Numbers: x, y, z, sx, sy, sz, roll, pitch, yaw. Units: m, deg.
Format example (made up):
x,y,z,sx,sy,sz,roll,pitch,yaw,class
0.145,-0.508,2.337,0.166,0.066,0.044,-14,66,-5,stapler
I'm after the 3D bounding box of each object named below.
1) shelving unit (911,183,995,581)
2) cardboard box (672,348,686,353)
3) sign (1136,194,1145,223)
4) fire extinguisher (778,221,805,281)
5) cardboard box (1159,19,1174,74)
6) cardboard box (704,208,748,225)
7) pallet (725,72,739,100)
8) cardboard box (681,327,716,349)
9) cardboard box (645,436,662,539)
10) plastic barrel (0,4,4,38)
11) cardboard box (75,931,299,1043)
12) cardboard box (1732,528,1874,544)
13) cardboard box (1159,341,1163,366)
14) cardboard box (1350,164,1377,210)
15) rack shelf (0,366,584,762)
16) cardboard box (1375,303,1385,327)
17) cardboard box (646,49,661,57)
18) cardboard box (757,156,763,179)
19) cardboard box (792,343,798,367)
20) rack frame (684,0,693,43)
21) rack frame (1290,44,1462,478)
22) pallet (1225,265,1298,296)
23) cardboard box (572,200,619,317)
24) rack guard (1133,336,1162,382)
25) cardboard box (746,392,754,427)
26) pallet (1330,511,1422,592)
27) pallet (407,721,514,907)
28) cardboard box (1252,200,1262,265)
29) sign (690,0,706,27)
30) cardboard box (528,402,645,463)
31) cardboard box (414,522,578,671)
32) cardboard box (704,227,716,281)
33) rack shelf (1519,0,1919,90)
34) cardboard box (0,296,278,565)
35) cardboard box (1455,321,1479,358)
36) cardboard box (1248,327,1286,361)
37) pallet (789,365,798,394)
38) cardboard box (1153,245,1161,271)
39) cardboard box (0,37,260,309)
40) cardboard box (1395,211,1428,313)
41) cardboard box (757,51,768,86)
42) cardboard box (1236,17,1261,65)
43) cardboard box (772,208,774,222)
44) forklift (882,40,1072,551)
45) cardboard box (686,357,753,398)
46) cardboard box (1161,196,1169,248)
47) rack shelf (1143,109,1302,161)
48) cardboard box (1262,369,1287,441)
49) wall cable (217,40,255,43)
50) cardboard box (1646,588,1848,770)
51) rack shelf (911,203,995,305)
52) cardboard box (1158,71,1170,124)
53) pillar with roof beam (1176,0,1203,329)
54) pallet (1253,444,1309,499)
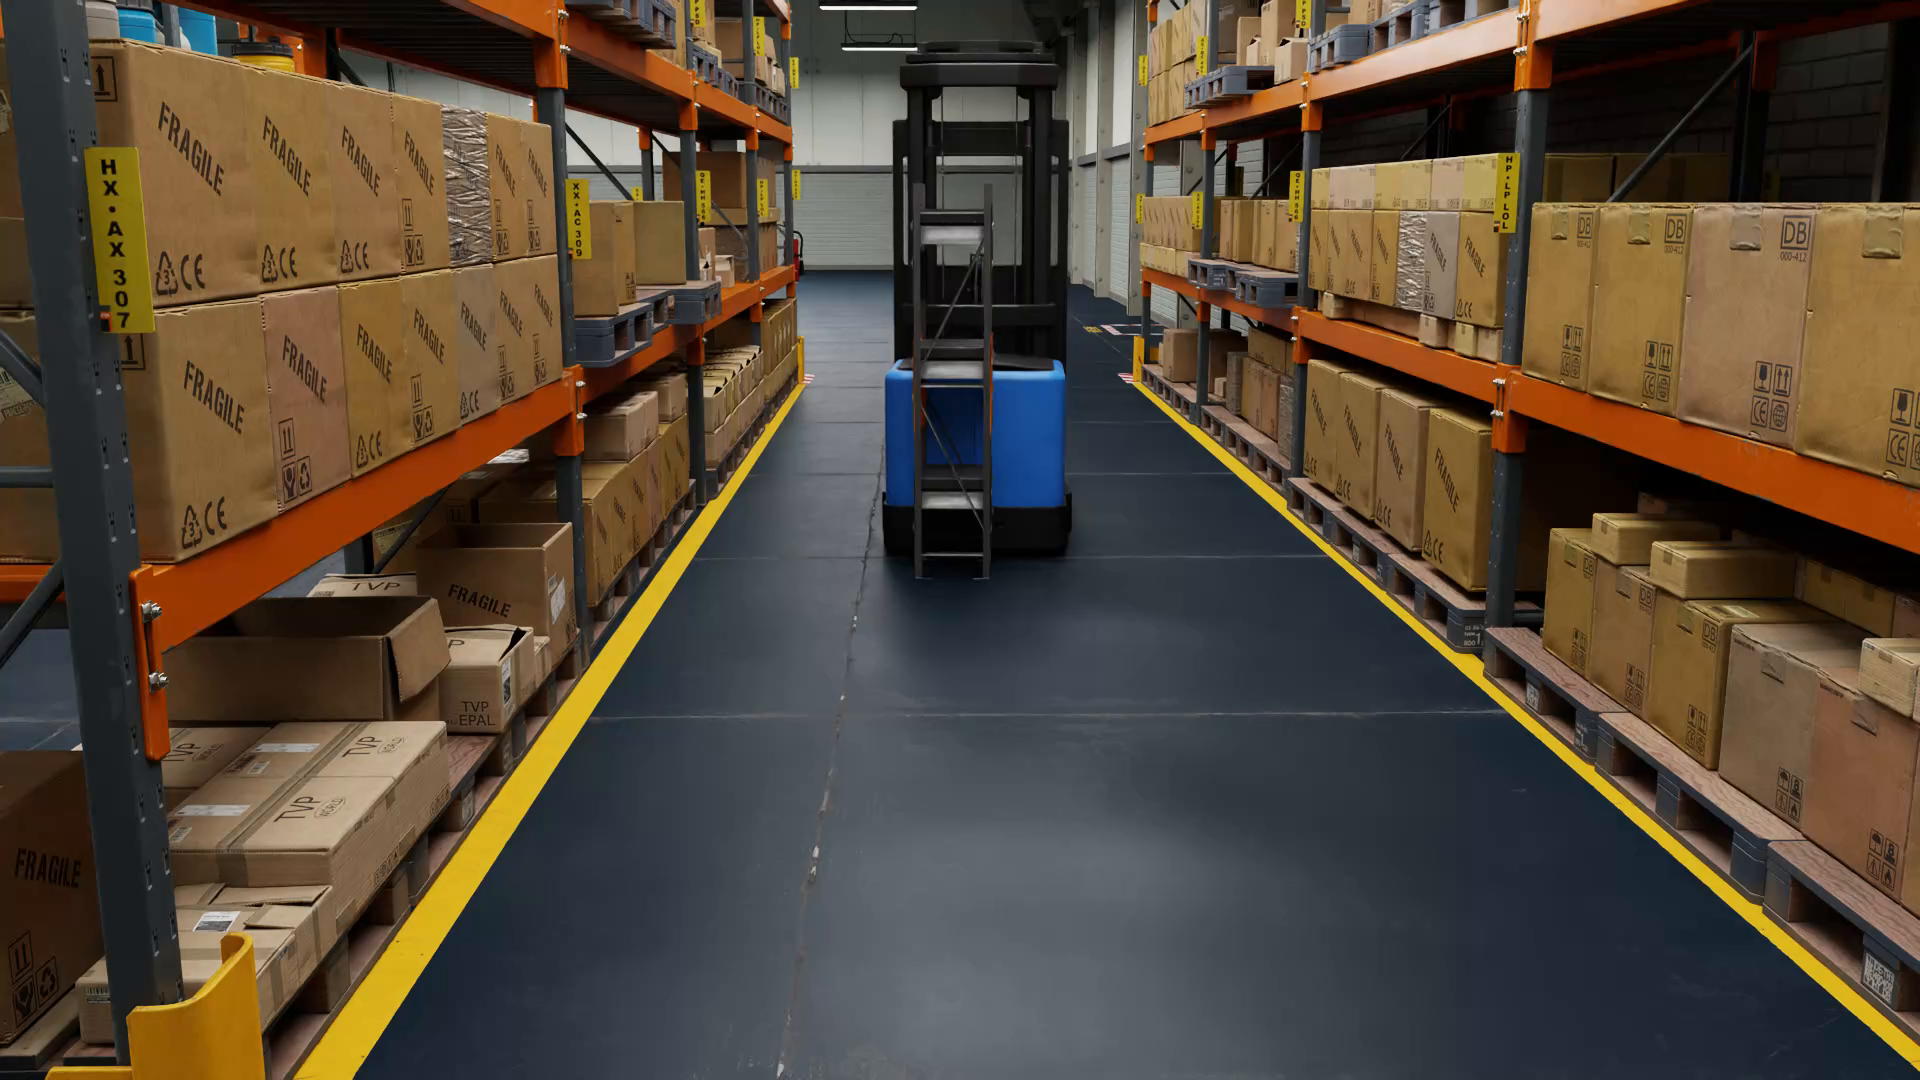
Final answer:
x,y,z,sx,sy,sz,roll,pitch,yaw,class
-0.032,-0.859,9.014,0.431,2.100,0.503,0,11,2,shelving unit
-2.533,-1.542,14.564,0.500,0.311,0.500,0,11,-1,cardboard box
2.035,-3.730,18.724,0.100,0.325,0.005,0,11,-1,sign
-1.913,-3.275,18.850,0.296,0.674,0.183,0,11,-1,fire extinguisher
2.324,-5.048,17.035,0.500,0.500,0.500,0,11,0,cardboard box
-2.104,-2.913,14.991,0.380,0.149,0.250,0,11,-1,cardboard box
-2.261,-3.693,13.655,0.805,0.209,1.217,-1,11,-3,pallet
-2.519,-1.908,15.895,0.500,0.500,0.500,0,11,-1,cardboard box
-1.928,-0.295,9.151,0.500,0.500,0.500,-1,11,-3,cardboard box
-6.976,-3.652,11.891,0.600,0.830,0.708,0,11,-1,plastic barrel
-1.709,0.990,3.697,0.380,0.149,0.250,0,11,-1,cardboard box
2.953,0.055,5.842,0.380,0.149,0.250,-1,11,-3,cardboard box
2.502,-2.068,18.365,0.500,0.311,0.500,-2,12,-8,cardboard box
2.521,-1.993,9.400,0.500,0.250,0.500,0,11,-1,cardboard box
-2.086,-0.152,5.071,1.077,0.370,4.000,0,11,-1,rack shelf
2.573,-1.283,9.418,0.380,0.149,0.250,0,11,0,cardboard box
-2.146,-2.925,9.134,0.910,0.500,0.500,0,11,-1,cardboard box
-2.339,-3.564,16.569,0.700,0.500,0.500,0,11,-1,cardboard box
-2.069,-2.040,18.429,0.500,0.250,0.500,0,11,-1,cardboard box
-2.210,-4.637,10.282,1.000,3.000,0.127,0,11,-1,rack frame
2.743,-1.718,10.983,1.000,3.000,0.127,0,11,-1,rack frame
2.661,-2.017,12.940,1.003,0.211,1.213,0,11,-1,pallet
-1.913,-1.252,7.376,0.700,0.500,0.500,-4,12,-20,cardboard box
2.579,-2.068,18.995,1.175,0.500,0.348,0,11,-1,rack guard
-1.974,-1.067,13.632,0.500,0.250,0.500,0,11,0,cardboard box
2.706,0.048,9.293,1.003,0.211,1.213,0,11,-1,pallet
-2.086,0.845,5.365,1.003,0.211,1.213,0,11,-1,pallet
2.686,-2.434,13.157,0.700,0.500,0.500,1,12,7,cardboard box
-1.667,-3.422,10.538,0.100,0.325,0.005,0,11,-1,sign
-1.914,-0.556,8.548,0.500,0.250,0.500,0,11,-1,cardboard box
-1.832,0.220,6.612,0.500,0.500,0.500,0,11,-1,cardboard box
-2.282,-2.284,13.519,0.500,0.500,0.500,1,11,3,cardboard box
2.867,-1.643,4.877,1.077,0.370,4.000,0,11,-1,rack shelf
-1.790,-0.245,3.470,0.500,0.500,0.500,0,11,0,cardboard box
2.507,-0.926,7.659,0.380,0.149,0.250,0,11,0,cardboard box
2.705,-1.637,13.880,0.500,0.250,0.500,0,11,-2,cardboard box
-2.317,-1.769,18.246,1.003,0.211,1.213,0,11,-1,pallet
2.300,-2.942,17.342,0.500,0.250,0.500,0,11,-2,cardboard box
-1.790,-0.735,3.371,0.500,0.500,0.500,0,11,1,cardboard box
2.542,-1.419,8.461,0.500,0.500,0.500,0,11,-1,cardboard box
-2.050,-4.401,15.481,0.500,0.311,0.500,-1,12,-4,cardboard box
2.592,-4.129,14.015,0.500,0.500,0.500,1,12,7,cardboard box
-2.161,-3.426,17.519,0.380,0.149,0.250,0,11,0,cardboard box
0.137,-1.618,10.664,1.130,2.935,3.031,0,11,2,forklift
-1.972,-1.343,13.584,0.500,0.311,0.500,0,11,-1,cardboard box
2.314,-3.212,16.789,0.500,0.500,0.500,0,11,1,cardboard box
2.619,-4.028,16.635,1.077,0.370,4.000,0,11,-1,rack shelf
2.743,-1.053,12.885,0.700,0.500,0.500,0,11,-1,cardboard box
-21.596,-15.744,48.698,3.097,2.526,0.112,0,11,-1,wall cable
2.754,0.447,5.540,0.700,0.500,0.500,0,11,0,cardboard box
-0.032,-1.532,8.877,0.431,0.518,0.480,0,11,2,rack shelf
2.325,-4.559,17.143,0.500,0.500,0.500,0,11,1,cardboard box
-0.971,-7.288,23.348,9.100,9.000,0.400,0,11,-1,pillar with roof beam
2.728,-0.507,12.026,1.003,0.211,1.213,0,11,-1,pallet
